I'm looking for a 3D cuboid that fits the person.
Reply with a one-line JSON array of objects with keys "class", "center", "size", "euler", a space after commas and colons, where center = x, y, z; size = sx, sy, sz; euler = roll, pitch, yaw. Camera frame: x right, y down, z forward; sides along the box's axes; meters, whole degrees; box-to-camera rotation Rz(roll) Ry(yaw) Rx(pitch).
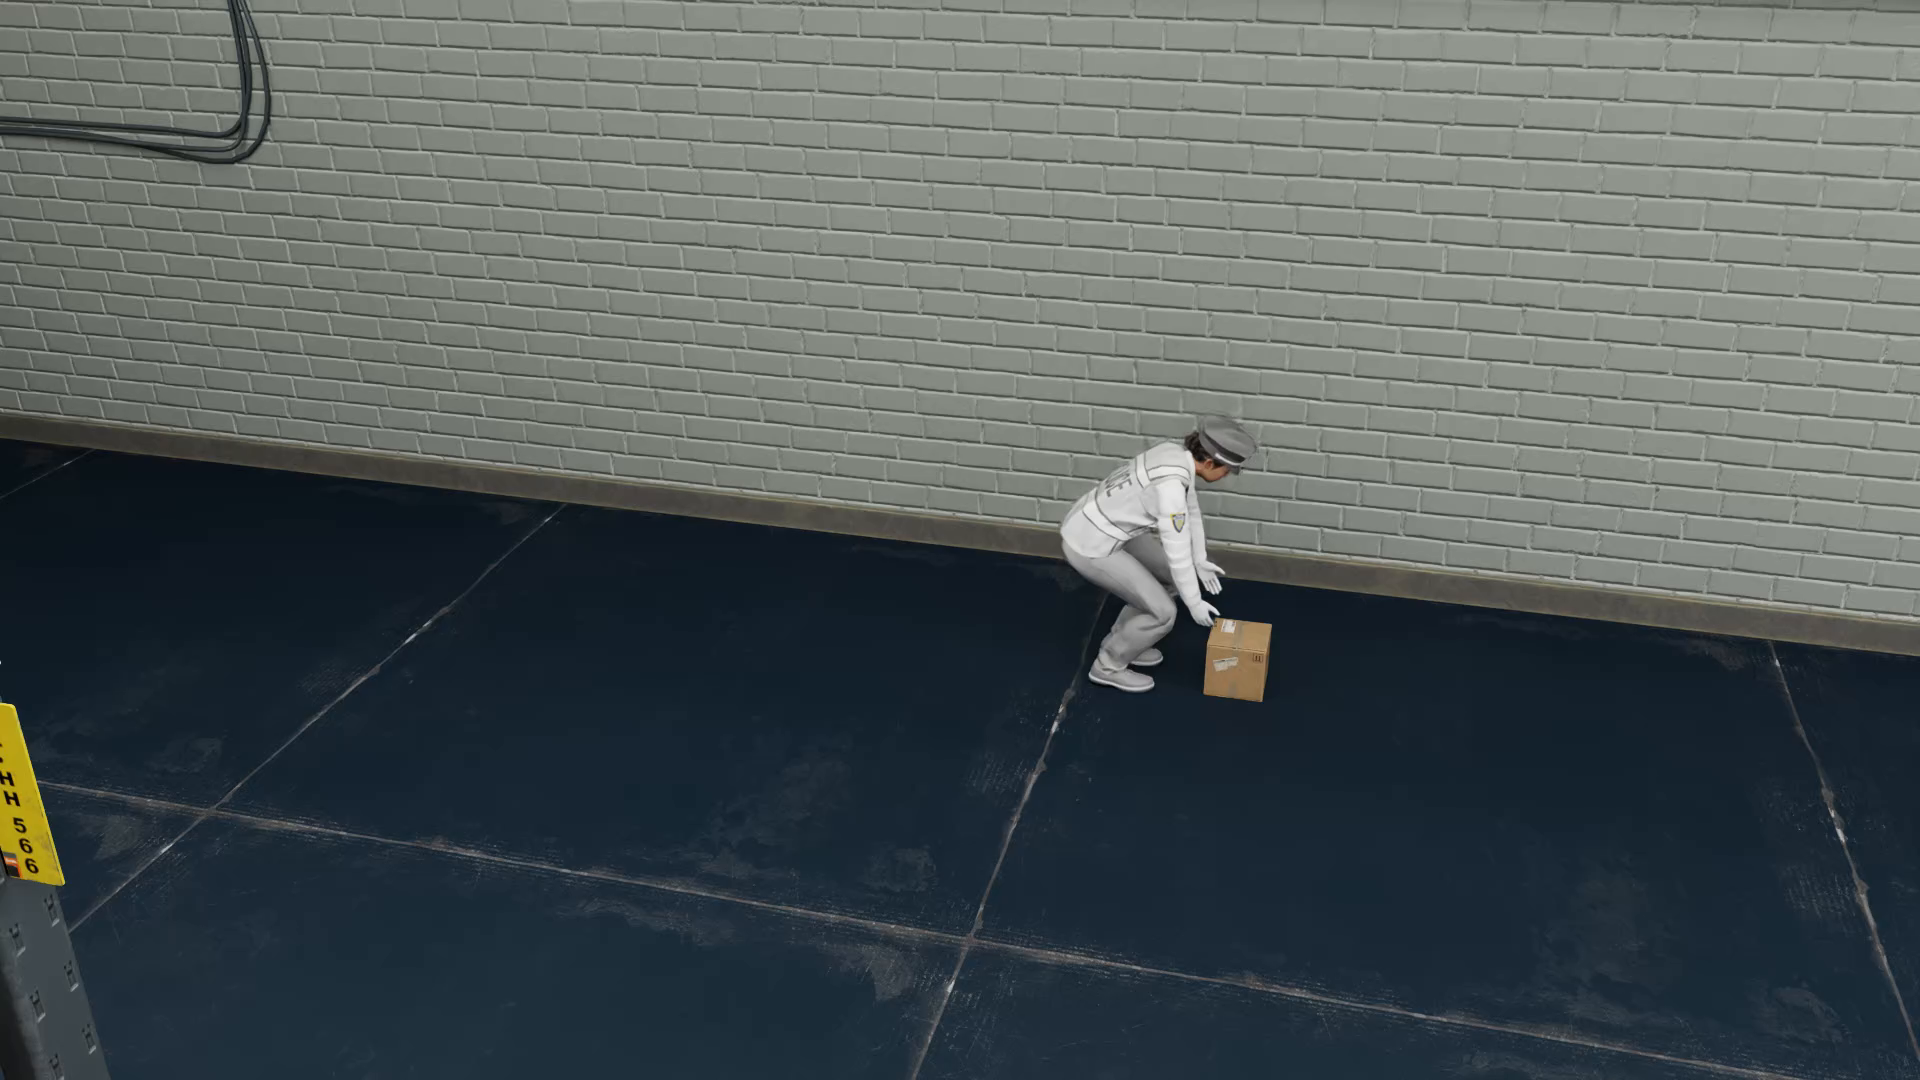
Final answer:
[{"class": "person", "center": [0.829, 0.032, 7.080], "size": [0.787, 1.207, 0.526], "euler": [6, 26, 13]}]
